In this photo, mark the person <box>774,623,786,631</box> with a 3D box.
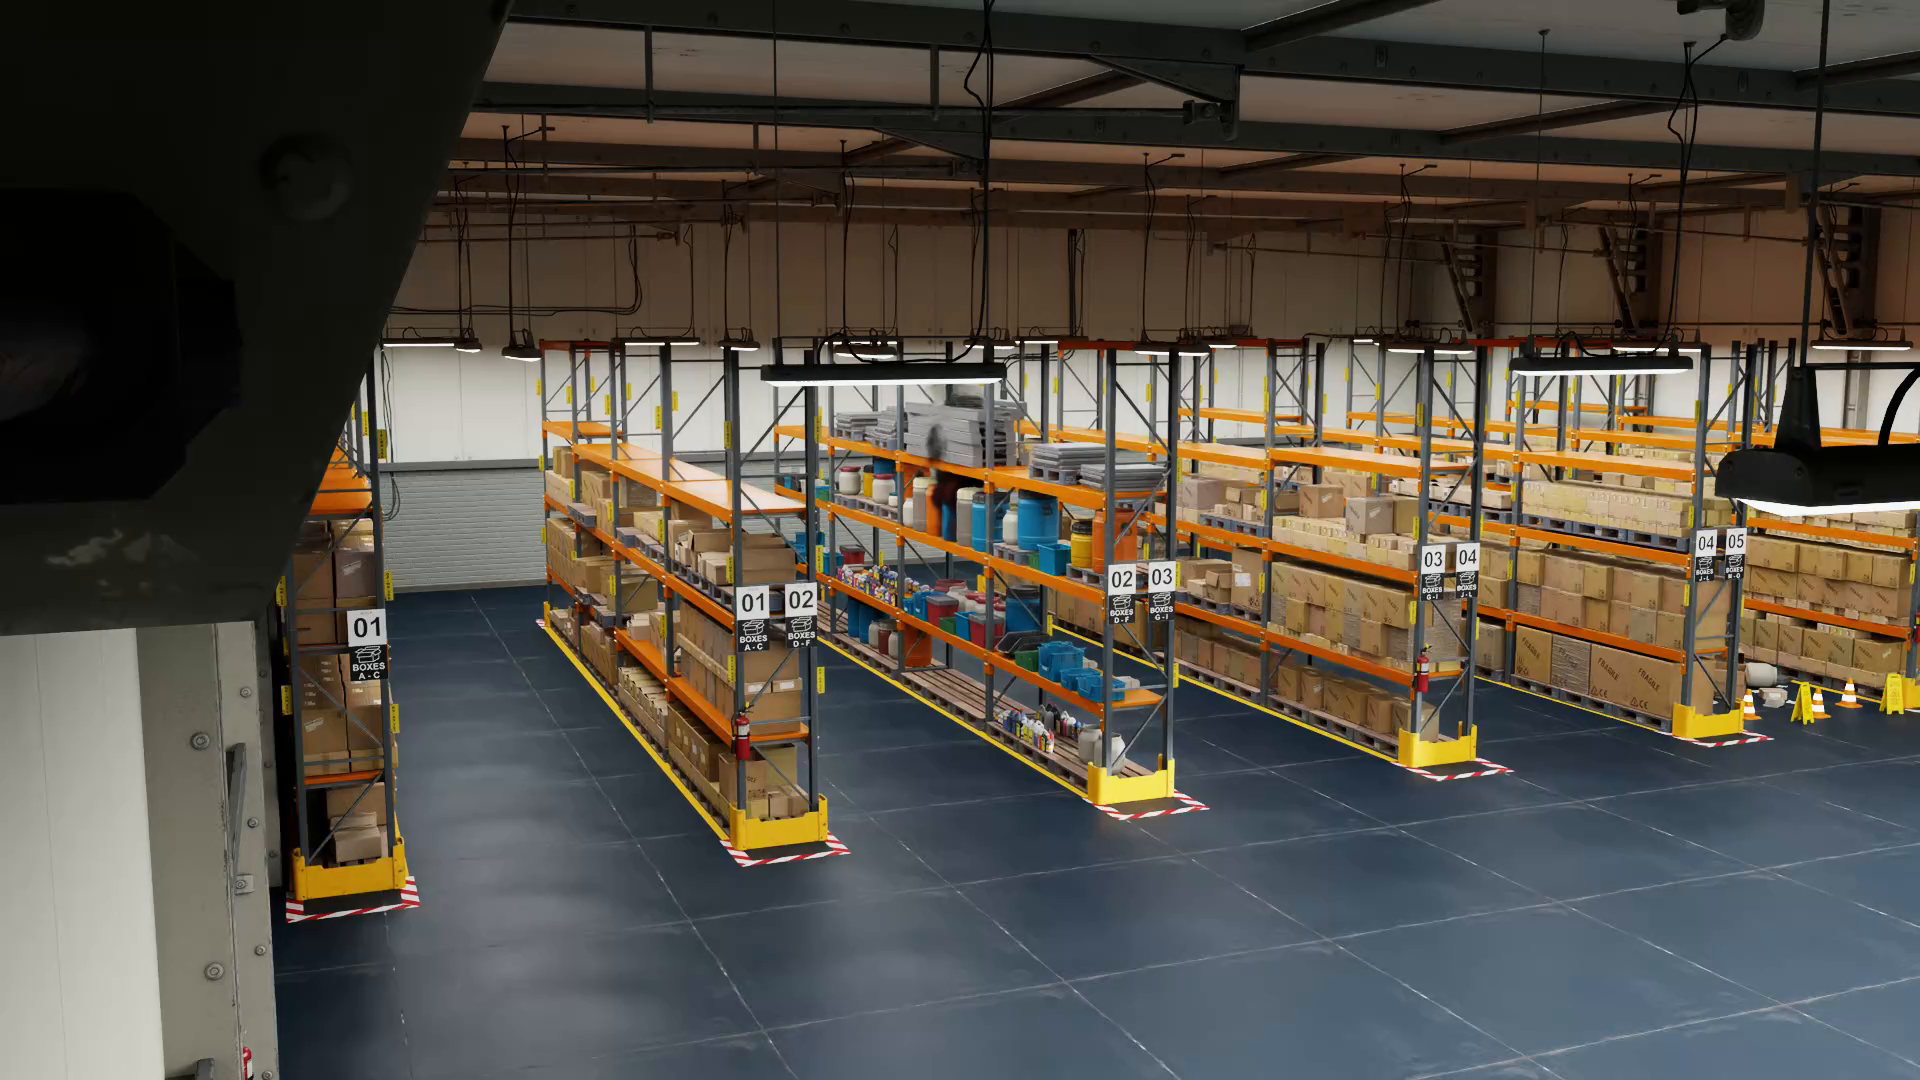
[{"bbox_3d":[-3.024,1.605,27.854,0.670,1.905,0.753,-3,8,-24],"label":"person"}]
